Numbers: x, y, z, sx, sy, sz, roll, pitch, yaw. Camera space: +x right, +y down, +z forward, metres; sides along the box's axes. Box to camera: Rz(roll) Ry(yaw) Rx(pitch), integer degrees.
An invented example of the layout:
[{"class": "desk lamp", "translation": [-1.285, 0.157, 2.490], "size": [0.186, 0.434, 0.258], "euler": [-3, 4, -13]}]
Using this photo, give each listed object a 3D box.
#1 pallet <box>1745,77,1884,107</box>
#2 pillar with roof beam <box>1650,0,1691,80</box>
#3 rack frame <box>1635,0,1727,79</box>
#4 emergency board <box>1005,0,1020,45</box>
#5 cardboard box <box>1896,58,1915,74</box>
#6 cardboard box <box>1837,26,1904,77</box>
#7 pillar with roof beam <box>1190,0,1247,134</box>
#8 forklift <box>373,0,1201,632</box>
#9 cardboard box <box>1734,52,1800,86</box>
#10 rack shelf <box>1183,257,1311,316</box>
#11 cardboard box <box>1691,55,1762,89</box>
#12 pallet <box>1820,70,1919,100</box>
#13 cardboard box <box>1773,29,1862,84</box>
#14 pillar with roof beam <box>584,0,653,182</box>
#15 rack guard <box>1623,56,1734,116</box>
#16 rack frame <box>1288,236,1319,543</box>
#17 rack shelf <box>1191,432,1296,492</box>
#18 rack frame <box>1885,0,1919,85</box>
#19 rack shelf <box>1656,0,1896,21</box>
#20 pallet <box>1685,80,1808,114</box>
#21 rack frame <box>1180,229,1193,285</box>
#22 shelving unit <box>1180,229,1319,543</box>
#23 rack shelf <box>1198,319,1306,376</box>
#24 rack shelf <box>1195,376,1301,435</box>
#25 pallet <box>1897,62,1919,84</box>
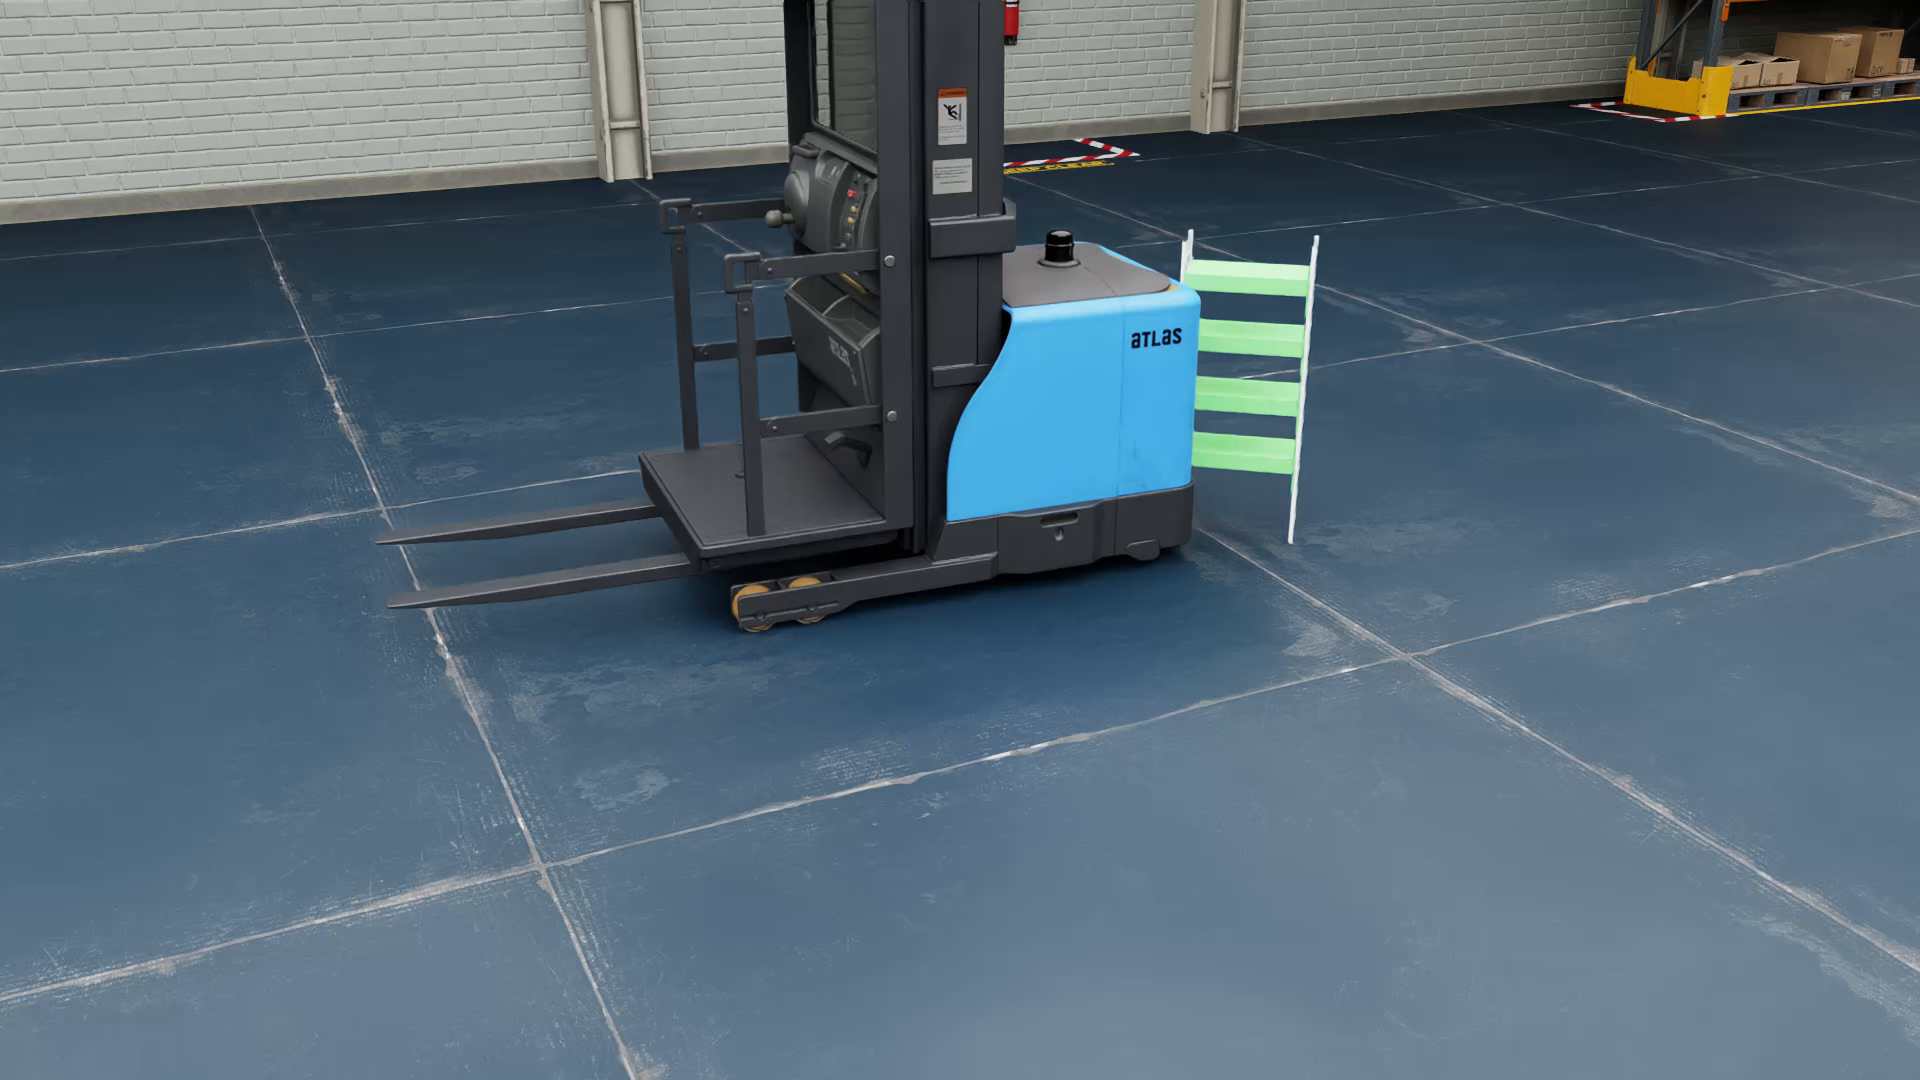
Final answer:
[{"class": "pallet", "translation": [9.605, -5.117, 18.836], "size": [1.213, 0.211, 1.003], "euler": [-10, 25, -24]}, {"class": "pillar with roof beam", "translation": [9.814, -7.772, 13.760], "size": [0.400, 9.000, 9.100], "euler": [-10, 25, -24]}, {"class": "rack frame", "translation": [7.691, -6.070, 17.491], "size": [0.127, 3.000, 1.000], "euler": [-10, 25, -24]}, {"class": "emergency board", "translation": [0.297, -5.092, 15.129], "size": [0.643, 1.169, 0.194], "euler": [-10, 25, -24]}, {"class": "cardboard box", "translation": [10.826, -5.528, 19.312], "size": [0.250, 0.166, 0.380], "euler": [-14, 26, -30]}, {"class": "cardboard box", "translation": [10.377, -5.595, 19.039], "size": [0.500, 0.500, 0.500], "euler": [-12, 26, -28]}, {"class": "pillar with roof beam", "translation": [4.407, -6.777, 11.356], "size": [0.400, 9.000, 9.100], "euler": [-10, 25, -24]}, {"class": "forklift", "translation": [-0.654, -1.253, 5.944], "size": [3.031, 2.935, 1.130], "euler": [-9, 24, -20]}, {"class": "cardboard box", "translation": [8.867, -5.209, 18.352], "size": [0.500, 0.311, 0.500], "euler": [-8, 24, -19]}, {"class": "rack shelf", "translation": [1.124, -0.993, 6.491], "size": [0.480, 0.148, 0.258], "euler": [5, 23, 13]}, {"class": "cardboard box", "translation": [8.354, -5.114, 18.124], "size": [0.500, 0.311, 0.500], "euler": [-14, 26, -30]}, {"class": "pallet", "translation": [10.705, -5.321, 19.329], "size": [1.213, 0.211, 1.003], "euler": [-10, 25, -24]}, {"class": "cardboard box", "translation": [9.550, -5.401, 18.568], "size": [0.500, 0.500, 0.700], "euler": [-12, 25, -27]}, {"class": "pillar with roof beam", "translation": [-0.999, -5.782, 8.952], "size": [0.400, 9.000, 9.100], "euler": [-10, 25, -24]}, {"class": "rack guard", "translation": [7.760, -4.927, 18.000], "size": [0.348, 0.500, 1.175], "euler": [-10, 25, -24]}, {"class": "rack frame", "translation": [1.361, -0.586, 6.597], "size": [0.015, 1.200, 0.240], "euler": [5, 23, 13]}, {"class": "rack shelf", "translation": [1.124, -0.327, 6.766], "size": [0.480, 0.148, 0.258], "euler": [5, 23, 13]}, {"class": "rack frame", "translation": [11.295, -6.733, 19.094], "size": [0.127, 3.000, 1.000], "euler": [-10, 25, -24]}, {"class": "rack shelf", "translation": [9.493, -6.069, 18.430], "size": [4.000, 0.370, 1.077], "euler": [-10, 25, -24]}, {"class": "pallet", "translation": [8.507, -4.916, 18.351], "size": [1.213, 0.211, 1.003], "euler": [-10, 25, -24]}, {"class": "rack frame", "translation": [0.887, -0.630, 6.703], "size": [0.015, 1.200, 0.240], "euler": [5, 23, 13]}, {"class": "shelving unit", "translation": [1.124, -0.608, 6.650], "size": [0.503, 1.200, 0.258], "euler": [5, 23, 13]}, {"class": "rack shelf", "translation": [1.124, -0.771, 6.583], "size": [0.480, 0.148, 0.258], "euler": [5, 23, 13]}, {"class": "rack shelf", "translation": [1.124, -0.549, 6.675], "size": [0.480, 0.148, 0.258], "euler": [5, 23, 13]}, {"class": "pallet", "translation": [11.996, -5.574, 19.941], "size": [1.213, 0.211, 1.003], "euler": [-10, 25, -24]}]
